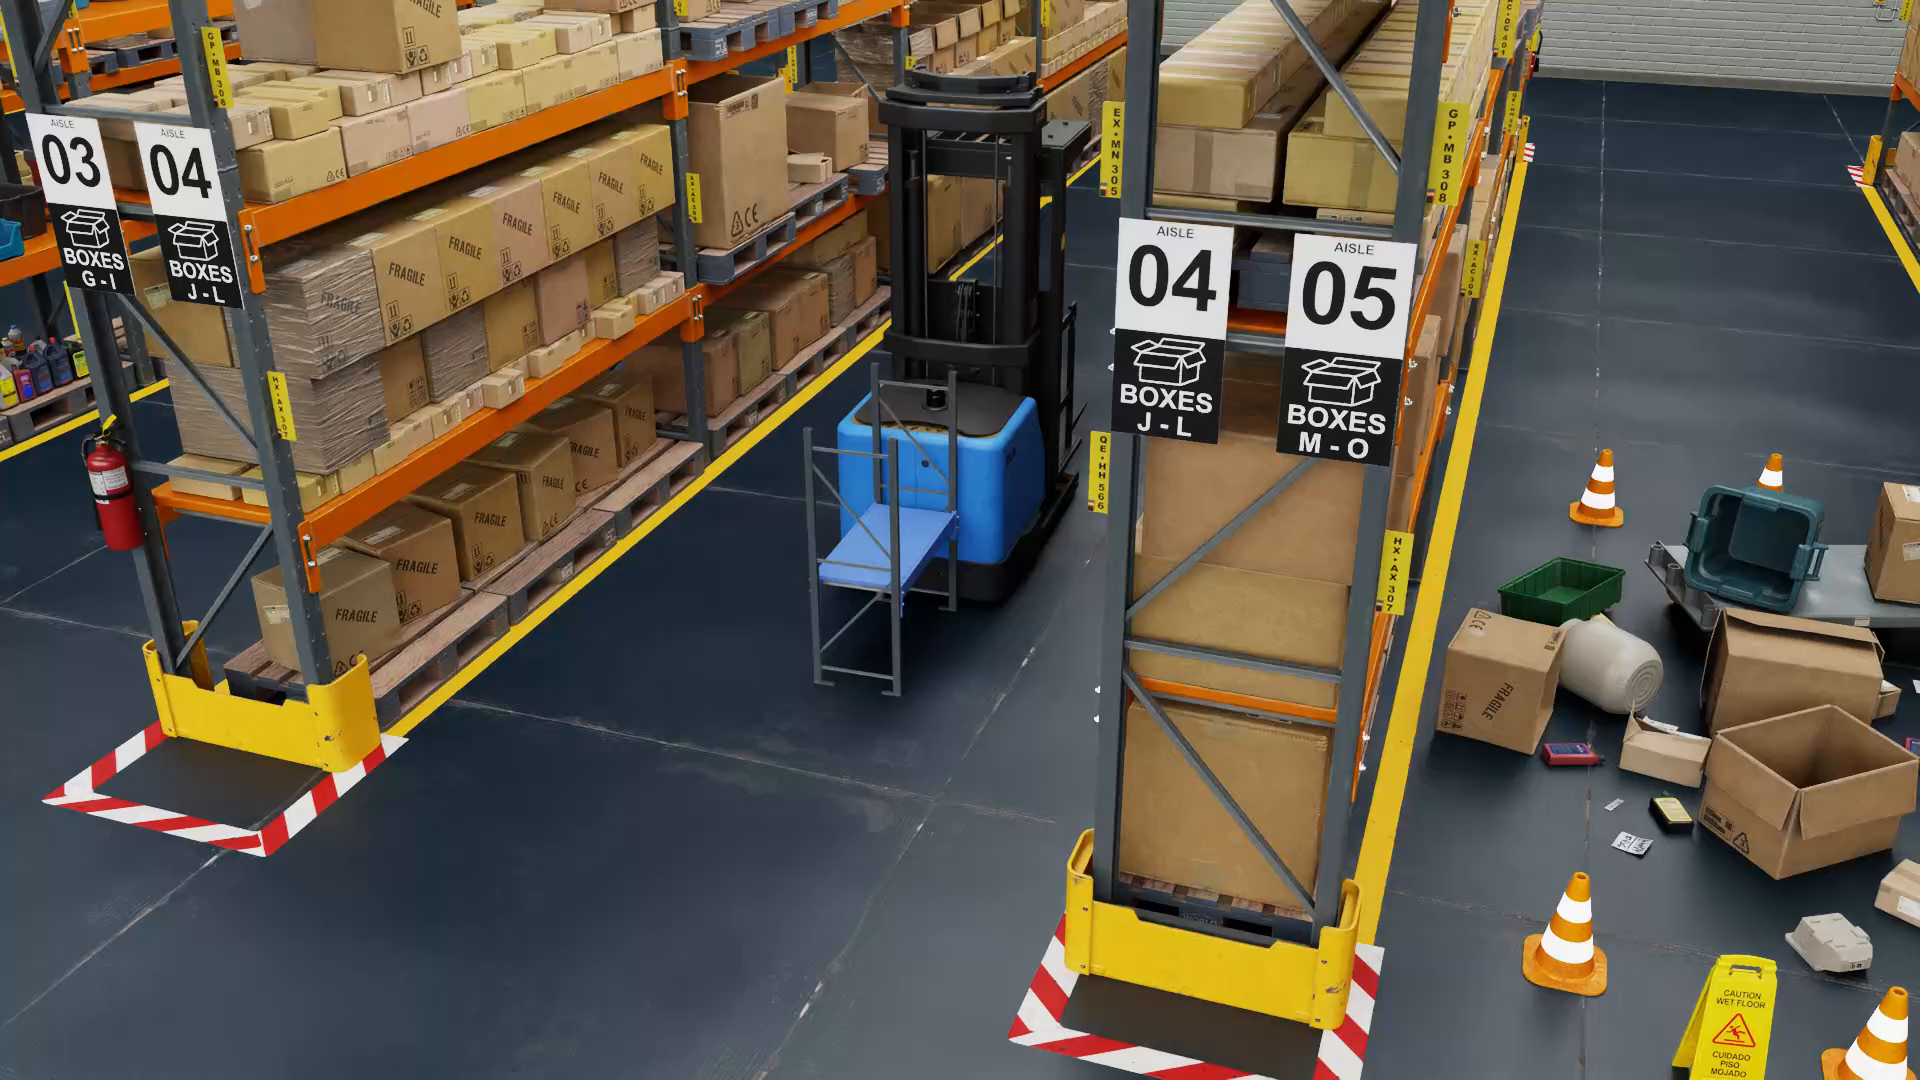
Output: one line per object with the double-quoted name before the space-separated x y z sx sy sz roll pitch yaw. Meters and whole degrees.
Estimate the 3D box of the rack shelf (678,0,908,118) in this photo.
"rack shelf" -1.607 -3.791 12.521 1.077 0.370 4.000 9 27 17

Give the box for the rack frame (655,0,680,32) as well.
"rack frame" -2.272 -4.643 10.013 1.000 3.000 0.127 9 27 17

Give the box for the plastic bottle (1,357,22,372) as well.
"plastic bottle" -7.098 -1.259 12.529 0.152 0.276 0.135 9 27 17

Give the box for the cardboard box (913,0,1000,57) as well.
"cardboard box" -0.054 -5.183 16.746 0.797 0.503 0.637 9 27 18

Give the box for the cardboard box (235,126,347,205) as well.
"cardboard box" -3.199 -1.742 7.636 0.500 0.250 0.500 10 27 19

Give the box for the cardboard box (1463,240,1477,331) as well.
"cardboard box" 2.967 -1.612 10.522 0.500 0.500 0.500 9 27 18

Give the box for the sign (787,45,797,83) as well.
"sign" -1.466 -4.187 14.626 0.100 0.325 0.005 9 27 17

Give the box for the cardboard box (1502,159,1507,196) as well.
"cardboard box" 5.024 -3.528 16.121 0.500 0.250 0.500 8 27 16

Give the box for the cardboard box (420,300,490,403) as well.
"cardboard box" -3.134 -1.122 9.169 0.875 0.500 0.500 9 27 17

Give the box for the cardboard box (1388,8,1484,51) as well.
"cardboard box" 2.045 -2.191 7.168 0.380 0.149 0.250 9 27 18

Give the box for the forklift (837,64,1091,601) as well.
"forklift" 0.182 -1.580 10.649 1.130 2.935 3.031 8 27 15

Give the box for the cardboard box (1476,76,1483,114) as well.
"cardboard box" 2.298 -2.142 7.981 0.380 0.149 0.250 9 27 18

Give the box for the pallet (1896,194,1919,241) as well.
"pallet" 10.466 -3.342 17.411 1.003 0.211 1.213 9 27 17

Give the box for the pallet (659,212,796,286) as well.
"pallet" -1.881 -2.149 11.967 1.003 0.211 1.213 9 27 17

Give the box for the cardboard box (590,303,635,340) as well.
"cardboard box" -2.277 -1.384 10.455 0.380 0.149 0.250 9 27 17

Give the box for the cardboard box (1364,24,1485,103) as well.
"cardboard box" 2.113 -2.180 7.602 0.500 0.250 0.500 9 27 17

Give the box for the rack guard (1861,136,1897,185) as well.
"rack guard" 11.074 -4.322 19.102 1.175 0.500 0.348 9 27 17

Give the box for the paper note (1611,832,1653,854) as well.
"paper note" 3.149 1.418 7.788 0.144 0.017 0.142 20 32 35

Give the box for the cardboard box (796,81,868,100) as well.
"cardboard box" -1.083 -3.593 14.132 0.500 0.500 0.500 5 26 11

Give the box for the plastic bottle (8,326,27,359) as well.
"plastic bottle" -7.463 -1.564 13.163 0.097 0.271 0.097 0 26 0

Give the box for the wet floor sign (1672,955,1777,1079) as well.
"wet floor sign" 2.898 1.821 6.249 0.267 0.644 0.232 4 26 8

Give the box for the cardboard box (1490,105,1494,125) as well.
"cardboard box" 4.211 -3.542 13.747 0.380 0.149 0.250 9 27 17

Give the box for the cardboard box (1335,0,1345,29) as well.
"cardboard box" 1.592 -2.492 7.790 0.380 0.149 0.250 9 27 18

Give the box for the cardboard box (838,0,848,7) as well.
"cardboard box" -1.190 -4.226 12.767 0.500 0.250 0.500 10 27 19

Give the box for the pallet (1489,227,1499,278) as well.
"pallet" 4.776 -2.894 16.485 1.003 0.211 1.213 9 27 17

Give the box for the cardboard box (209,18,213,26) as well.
"cardboard box" -9.488 -6.448 20.029 0.700 0.500 0.500 13 29 26

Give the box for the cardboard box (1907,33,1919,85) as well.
"cardboard box" 10.493 -5.114 17.756 0.500 0.500 0.500 8 27 17

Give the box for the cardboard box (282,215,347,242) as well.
"cardboard box" -3.493 -1.396 8.588 0.500 0.500 0.500 9 27 17

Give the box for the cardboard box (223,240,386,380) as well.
"cardboard box" -3.164 -1.114 8.006 0.500 0.500 0.500 9 27 17

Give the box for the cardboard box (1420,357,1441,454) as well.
"cardboard box" 2.098 -0.867 8.926 0.875 0.550 0.550 9 27 17

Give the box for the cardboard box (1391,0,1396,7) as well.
"cardboard box" 2.455 -3.012 9.662 0.500 0.250 0.500 9 27 18

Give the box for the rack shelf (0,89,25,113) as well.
"rack shelf" -10.947 -3.879 16.145 1.077 0.370 4.000 9 27 17

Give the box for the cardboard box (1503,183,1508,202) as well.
"cardboard box" 5.456 -3.612 17.216 0.380 0.149 0.250 10 28 20

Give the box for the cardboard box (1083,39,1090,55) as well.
"cardboard box" 1.319 -5.831 19.640 0.380 0.149 0.250 8 27 16

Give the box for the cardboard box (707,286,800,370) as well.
"cardboard box" -1.686 -1.688 13.158 0.700 0.500 0.500 6 27 13

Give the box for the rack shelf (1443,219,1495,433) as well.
"rack shelf" 3.037 -1.680 11.603 1.077 0.370 4.000 9 27 17

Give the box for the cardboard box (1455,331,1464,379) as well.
"cardboard box" 3.415 -1.765 13.053 1.050 0.750 0.750 8 27 17

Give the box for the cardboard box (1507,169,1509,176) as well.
"cardboard box" 6.021 -4.229 18.833 0.380 0.149 0.250 9 27 18

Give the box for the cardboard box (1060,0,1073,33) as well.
"cardboard box" 0.961 -5.995 18.660 0.500 0.500 0.500 9 27 17

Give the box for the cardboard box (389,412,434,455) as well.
"cardboard box" -3.022 -0.575 8.783 0.380 0.149 0.250 9 27 17

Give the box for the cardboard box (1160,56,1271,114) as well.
"cardboard box" 0.917 -1.658 6.067 0.380 0.149 0.250 9 27 18

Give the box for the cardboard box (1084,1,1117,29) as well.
"cardboard box" 1.640 -6.494 20.552 0.500 0.250 0.500 8 27 17

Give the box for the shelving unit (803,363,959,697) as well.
"shelving unit" -0.407 -0.075 9.183 0.538 1.500 1.048 8 27 15

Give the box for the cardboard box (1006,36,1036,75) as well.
"cardboard box" 0.492 -5.043 17.610 0.500 0.500 0.500 9 27 18

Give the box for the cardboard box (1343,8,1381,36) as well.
"cardboard box" 1.778 -2.464 8.190 0.500 0.250 0.500 9 27 17

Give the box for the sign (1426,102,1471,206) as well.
"sign" 1.562 -1.234 5.321 0.100 0.325 0.005 9 27 17

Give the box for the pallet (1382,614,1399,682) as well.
"pallet" 2.044 0.374 9.735 1.003 0.211 1.213 9 27 17

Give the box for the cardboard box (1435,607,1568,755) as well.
"cardboard box" 2.822 0.729 8.668 0.500 0.500 0.500 14 29 26

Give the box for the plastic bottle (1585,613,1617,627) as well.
"plastic bottle" 3.702 0.473 9.703 0.133 0.061 0.283 -5 26 -9

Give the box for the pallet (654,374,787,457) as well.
"pallet" -2.015 -1.008 12.589 1.003 0.211 1.213 9 27 17

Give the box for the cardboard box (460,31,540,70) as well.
"cardboard box" -2.542 -2.687 9.130 0.380 0.149 0.250 10 28 20

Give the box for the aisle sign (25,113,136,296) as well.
"aisle sign" -3.907 -1.487 7.396 0.394 0.787 0.004 9 27 17

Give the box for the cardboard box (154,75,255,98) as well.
"cardboard box" -3.621 -2.139 7.997 0.380 0.149 0.250 8 27 15

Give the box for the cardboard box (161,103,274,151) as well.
"cardboard box" -3.294 -1.841 7.382 0.380 0.149 0.250 9 27 17

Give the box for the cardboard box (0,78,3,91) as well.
"cardboard box" -10.444 -4.841 17.409 0.500 0.311 0.500 11 28 21

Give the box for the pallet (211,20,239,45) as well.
"pallet" -9.320 -6.269 20.477 1.003 0.211 1.213 9 27 17

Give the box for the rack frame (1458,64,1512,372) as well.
"rack frame" 3.702 -2.826 13.144 1.000 3.000 0.127 9 27 17
